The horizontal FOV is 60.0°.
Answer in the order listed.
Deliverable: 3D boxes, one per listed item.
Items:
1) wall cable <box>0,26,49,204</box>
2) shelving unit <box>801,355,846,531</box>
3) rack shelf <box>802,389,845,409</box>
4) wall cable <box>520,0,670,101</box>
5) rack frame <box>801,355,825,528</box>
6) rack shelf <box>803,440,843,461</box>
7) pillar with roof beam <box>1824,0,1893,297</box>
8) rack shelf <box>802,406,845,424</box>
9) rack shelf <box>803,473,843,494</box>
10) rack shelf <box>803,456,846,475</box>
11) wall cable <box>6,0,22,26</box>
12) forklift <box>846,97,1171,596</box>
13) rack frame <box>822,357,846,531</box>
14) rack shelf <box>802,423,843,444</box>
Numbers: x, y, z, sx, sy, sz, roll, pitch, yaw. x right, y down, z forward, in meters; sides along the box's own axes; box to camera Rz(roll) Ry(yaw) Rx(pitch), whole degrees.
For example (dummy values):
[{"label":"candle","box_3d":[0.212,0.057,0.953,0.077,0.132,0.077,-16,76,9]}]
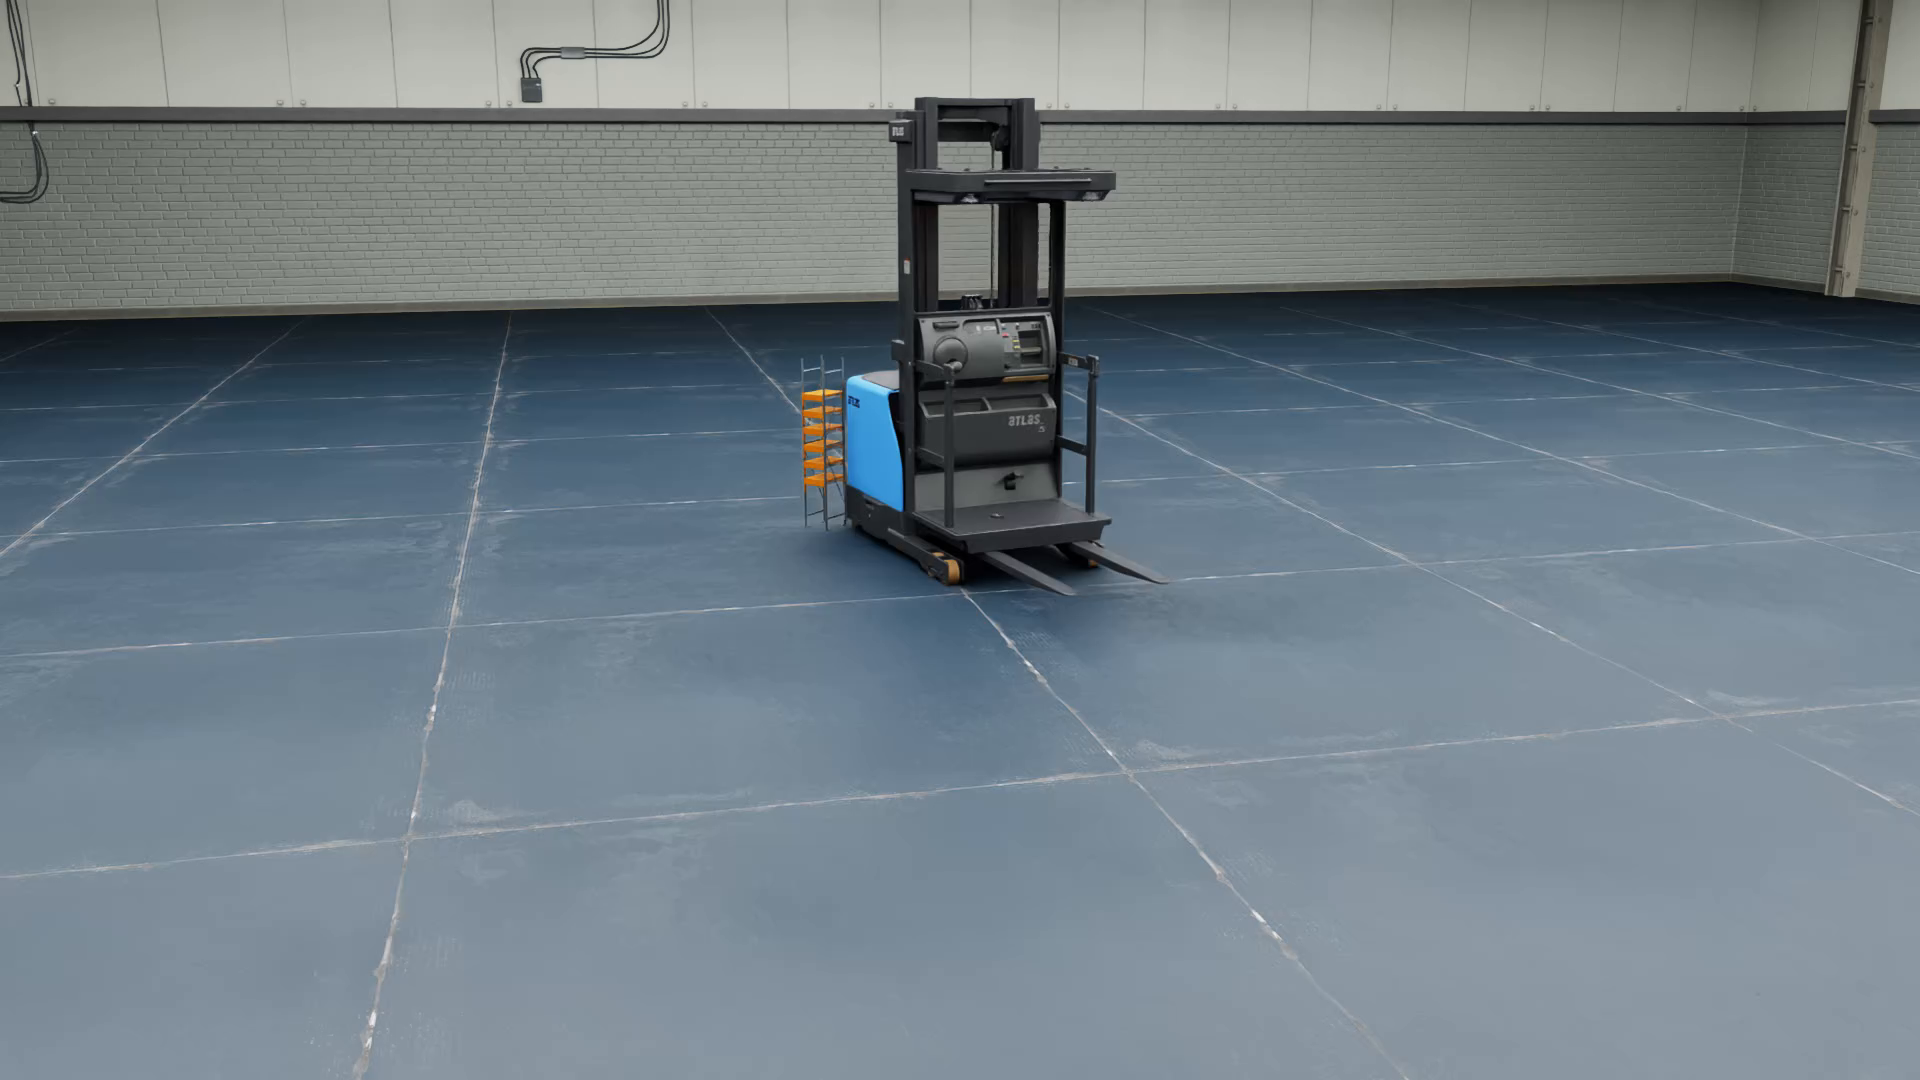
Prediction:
[{"label":"wall cable","box_3d":[-14.869,-6.065,23.833,3.097,2.526,0.112,-3,14,-13]},{"label":"shelving unit","box_3d":[-0.955,-0.681,11.686,0.189,1.200,0.258,9,16,32]},{"label":"rack shelf","box_3d":[-0.956,-0.987,11.611,0.180,0.103,0.258,9,16,32]},{"label":"wall cable","box_3d":[-5.638,-9.751,25.212,2.305,6.003,0.169,-3,14,-13]},{"label":"rack frame","box_3d":[-1.032,-0.693,11.734,0.006,1.200,0.240,9,16,32]},{"label":"rack shelf","box_3d":[-0.955,-0.638,11.696,0.180,0.103,0.258,9,16,32]},{"label":"pillar with roof beam","box_3d":[10.972,-8.336,26.586,9.100,9.000,0.400,-3,14,-13]},{"label":"rack shelf","box_3d":[-0.956,-0.871,11.639,0.180,0.103,0.258,9,16,32]},{"label":"rack shelf","box_3d":[-0.955,-0.405,11.753,0.180,0.103,0.258,9,16,32]},{"label":"rack shelf","box_3d":[-0.955,-0.521,11.725,0.180,0.103,0.258,9,16,32]},{"label":"wall cable","box_3d":[-12.240,-8.669,23.851,3.097,2.526,0.112,-3,14,-13]},{"label":"forklift","box_3d":[0.270,-1.259,10.405,1.130,2.935,3.031,-6,15,-24]},{"label":"rack frame","box_3d":[-0.879,-0.669,11.638,0.006,1.200,0.240,9,16,32]},{"label":"rack shelf","box_3d":[-0.956,-0.754,11.668,0.180,0.103,0.258,9,16,32]}]
